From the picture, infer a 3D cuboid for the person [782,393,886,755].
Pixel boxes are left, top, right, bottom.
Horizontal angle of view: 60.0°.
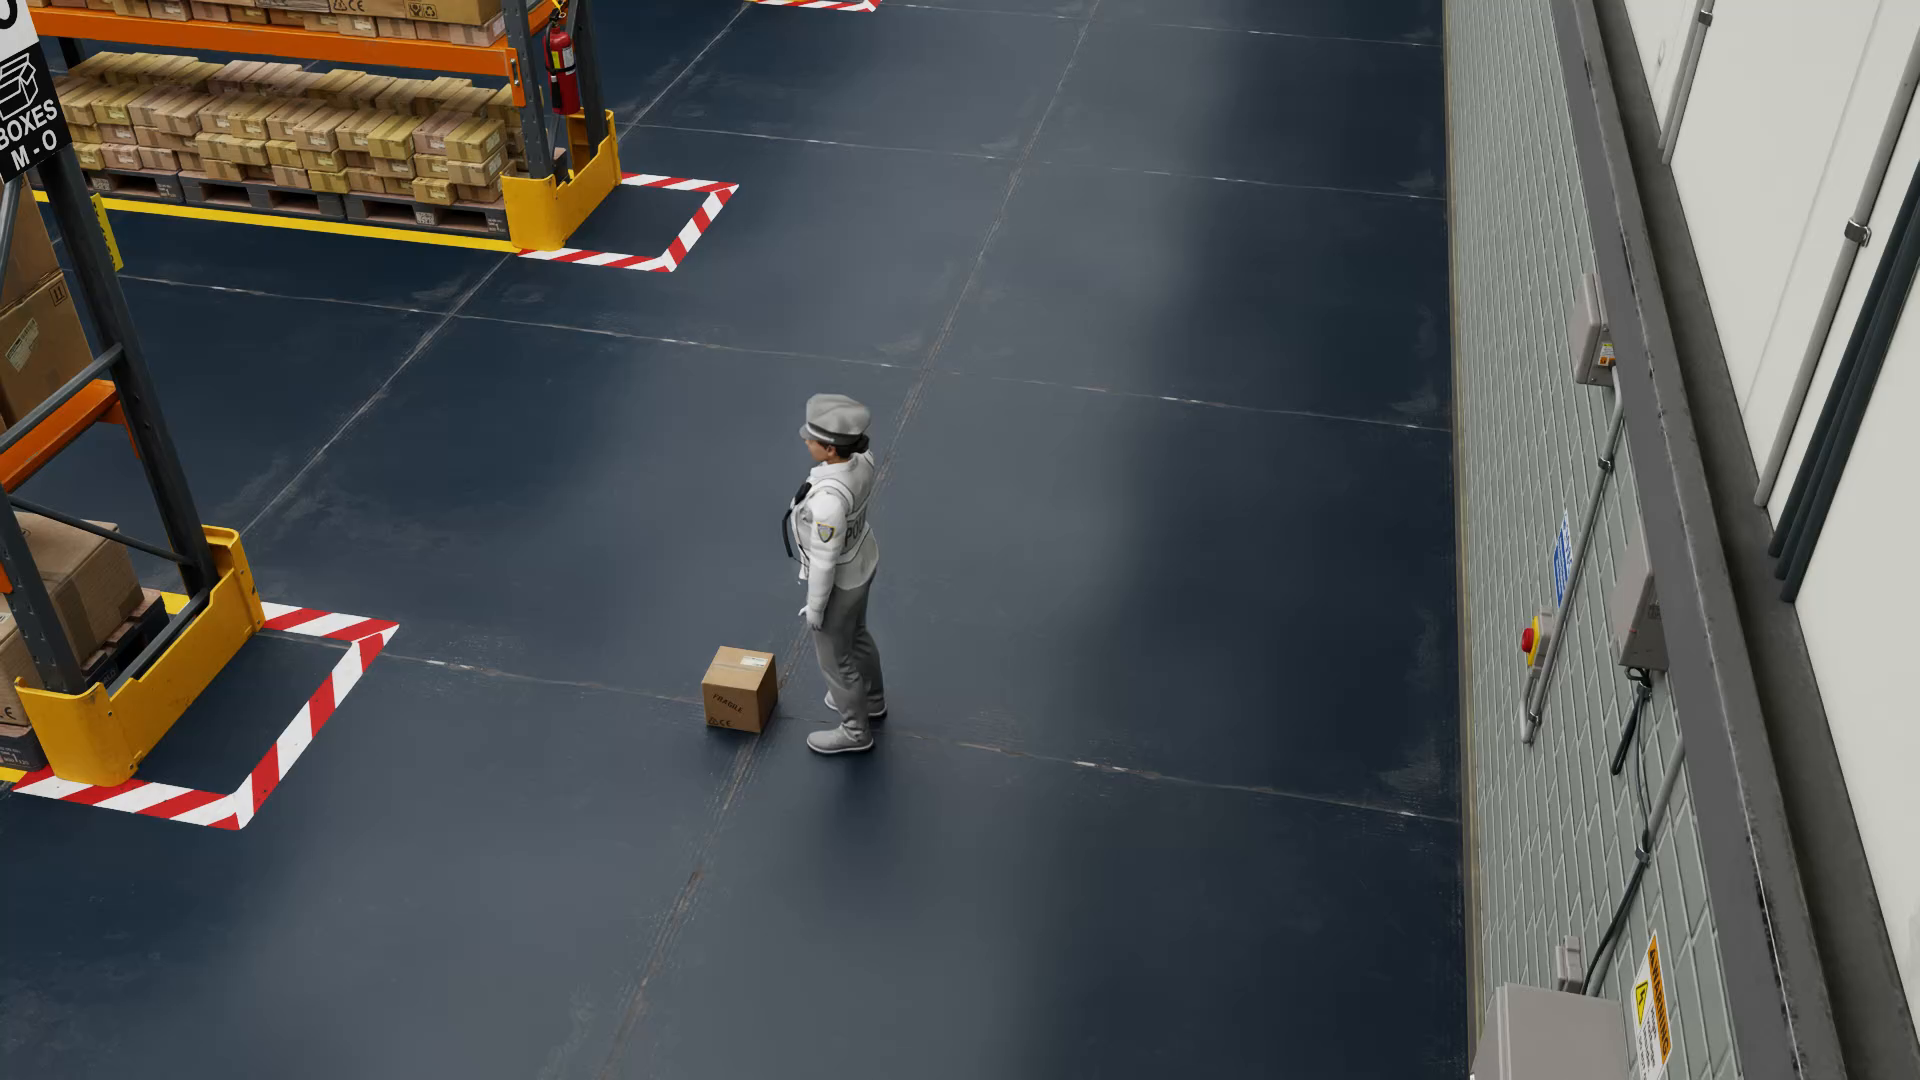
[{"bbox_3d":[-0.505,0.156,6.746,0.334,1.678,0.470,9,38,11],"label":"person"}]
